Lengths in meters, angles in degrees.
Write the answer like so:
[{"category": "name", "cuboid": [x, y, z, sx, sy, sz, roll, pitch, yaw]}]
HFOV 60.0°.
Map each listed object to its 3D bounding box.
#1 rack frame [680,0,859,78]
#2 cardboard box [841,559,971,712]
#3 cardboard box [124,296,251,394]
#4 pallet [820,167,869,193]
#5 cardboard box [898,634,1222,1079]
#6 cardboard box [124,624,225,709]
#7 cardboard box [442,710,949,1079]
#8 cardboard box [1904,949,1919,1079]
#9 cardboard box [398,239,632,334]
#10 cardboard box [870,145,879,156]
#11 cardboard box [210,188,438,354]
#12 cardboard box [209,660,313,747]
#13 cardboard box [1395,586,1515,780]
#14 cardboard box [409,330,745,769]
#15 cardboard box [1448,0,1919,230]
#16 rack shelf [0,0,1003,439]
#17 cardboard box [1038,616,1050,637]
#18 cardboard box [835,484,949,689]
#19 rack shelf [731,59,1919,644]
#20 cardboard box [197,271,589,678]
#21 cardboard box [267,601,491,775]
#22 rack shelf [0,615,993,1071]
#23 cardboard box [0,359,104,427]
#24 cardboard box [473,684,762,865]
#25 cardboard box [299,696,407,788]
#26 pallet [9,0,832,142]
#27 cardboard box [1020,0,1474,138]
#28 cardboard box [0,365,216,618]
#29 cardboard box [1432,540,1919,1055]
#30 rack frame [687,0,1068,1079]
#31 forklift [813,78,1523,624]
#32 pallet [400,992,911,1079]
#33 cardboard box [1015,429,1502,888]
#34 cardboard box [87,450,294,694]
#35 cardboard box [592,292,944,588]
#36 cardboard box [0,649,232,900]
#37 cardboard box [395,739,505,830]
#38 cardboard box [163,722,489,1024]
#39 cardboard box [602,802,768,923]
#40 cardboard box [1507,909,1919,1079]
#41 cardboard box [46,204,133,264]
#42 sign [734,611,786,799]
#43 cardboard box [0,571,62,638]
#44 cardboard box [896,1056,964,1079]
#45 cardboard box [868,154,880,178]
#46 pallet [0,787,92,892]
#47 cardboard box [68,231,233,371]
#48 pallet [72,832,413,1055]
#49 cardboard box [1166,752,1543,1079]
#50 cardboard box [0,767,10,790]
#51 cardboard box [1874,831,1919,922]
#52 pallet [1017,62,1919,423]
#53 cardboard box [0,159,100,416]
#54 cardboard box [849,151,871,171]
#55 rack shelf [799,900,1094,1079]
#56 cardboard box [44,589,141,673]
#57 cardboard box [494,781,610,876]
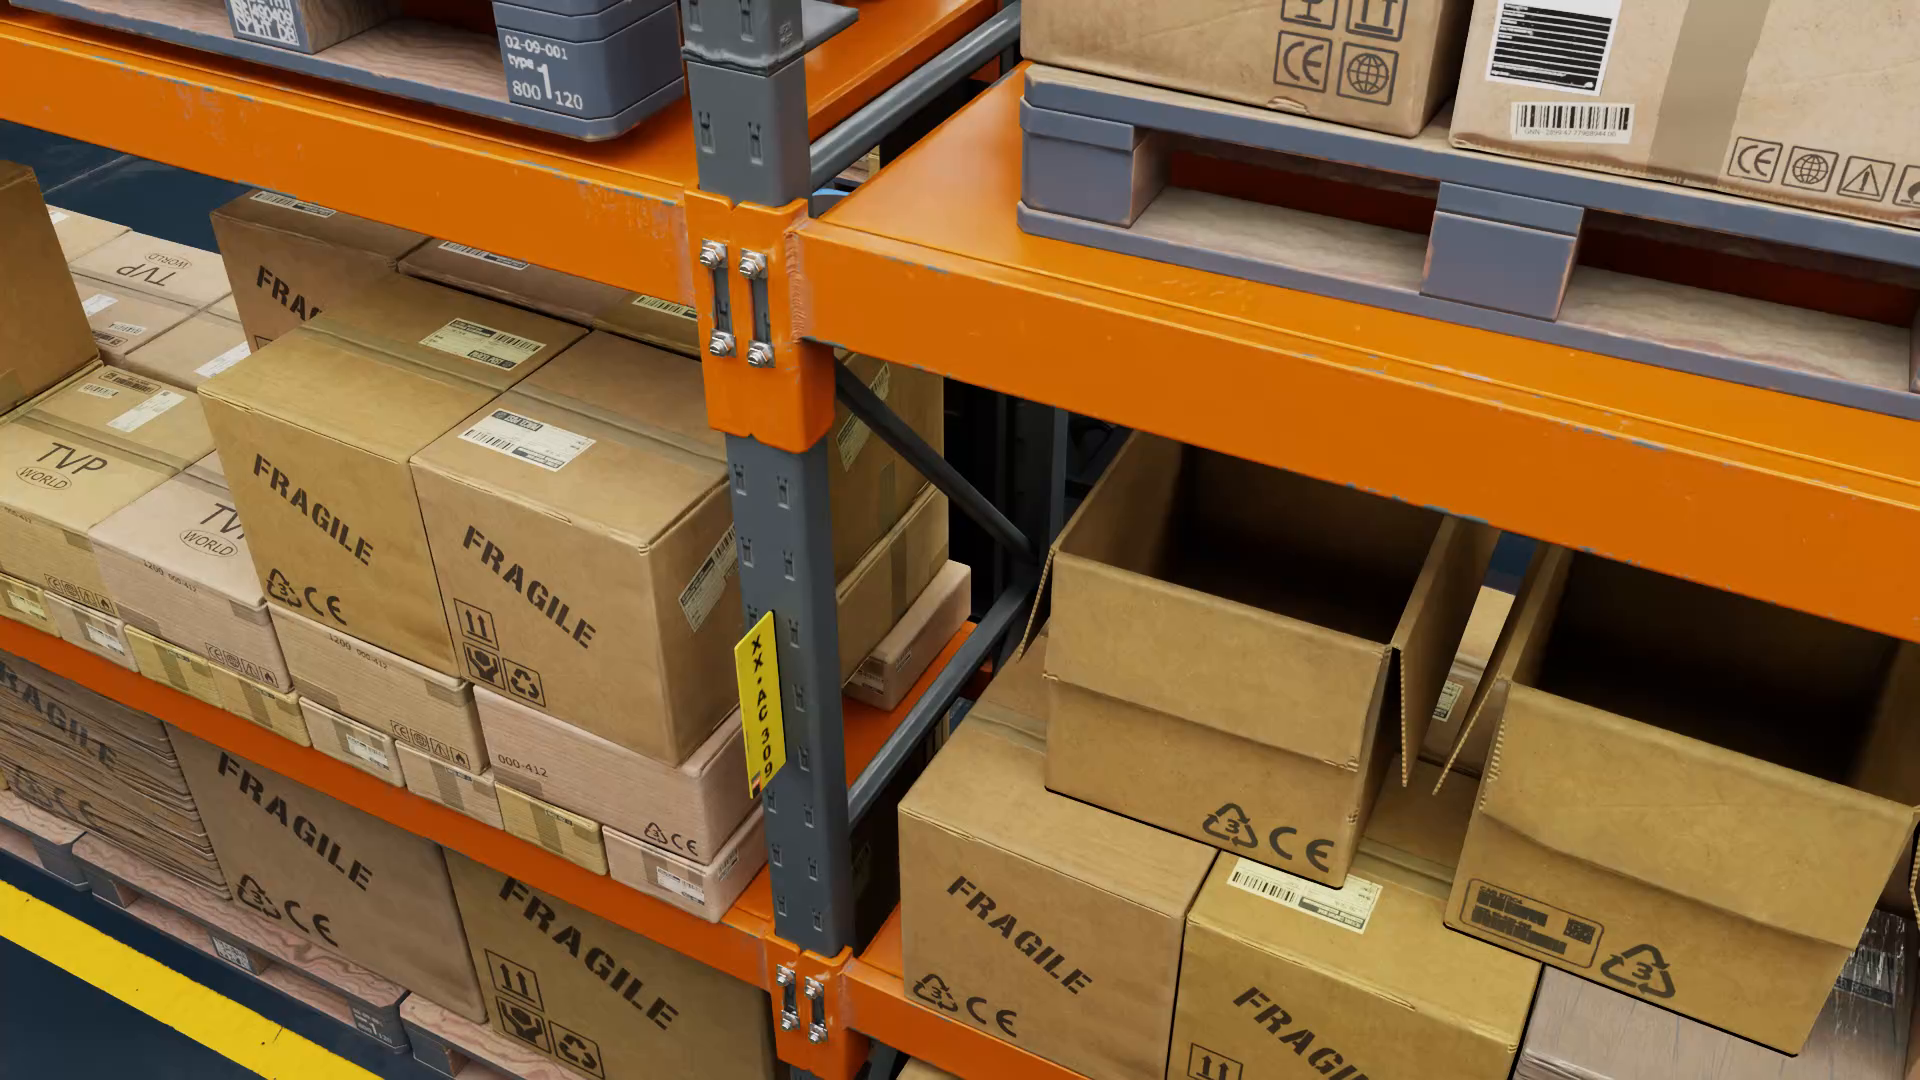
[{"category": "rack frame", "cuboid": [-0.061, -2.046, 1.503, 0.127, 3.000, 1.000, 17, 41, 21]}, {"category": "cardboard box", "cuboid": [-0.171, 0.183, 3.736, 0.250, 0.149, 0.380, 17, 41, 22]}, {"category": "cardboard box", "cuboid": [-1.694, -0.410, 4.187, 0.500, 0.250, 0.500, 17, 41, 22]}, {"category": "pallet", "cuboid": [-0.470, -2.027, 8.746, 1.213, 0.211, 1.003, 17, 41, 21]}, {"category": "cardboard box", "cuboid": [0.232, 0.566, 2.941, 0.500, 0.500, 0.500, 18, 41, 22]}, {"category": "cardboard box", "cuboid": [-1.624, 0.178, 3.743, 0.250, 0.149, 0.380, 17, 40, 21]}, {"category": "cardboard box", "cuboid": [-0.610, 0.796, 4.130, 0.875, 0.875, 0.875, 17, 41, 21]}, {"category": "cardboard box", "cuboid": [1.673, 0.439, 2.279, 0.637, 0.503, 0.797, 19, 41, 23]}, {"category": "cardboard box", "cuboid": [-0.803, -0.425, 3.587, 0.500, 0.500, 0.500, 17, 41, 21]}, {"category": "cardboard box", "cuboid": [-0.242, -2.014, 8.186, 0.250, 0.149, 0.380, 19, 41, 23]}, {"category": "cardboard box", "cuboid": [-1.267, -0.568, 3.775, 0.500, 0.500, 0.500, 16, 40, 20]}, {"category": "cardboard box", "cuboid": [-1.397, 0.249, 3.649, 0.250, 0.149, 0.380, 18, 41, 22]}, {"category": "cardboard box", "cuboid": [0.916, 0.428, 3.122, 0.500, 0.500, 0.500, 19, 41, 23]}, {"category": "cardboard box", "cuboid": [-0.592, 0.002, 3.024, 0.500, 0.500, 0.500, 19, 41, 23]}, {"category": "cardboard box", "cuboid": [0.872, -0.630, 1.844, 0.500, 0.311, 0.500, 16, 40, 20]}, {"category": "rack shelf", "cuboid": [-1.837, -1.121, 3.360, 4.000, 0.370, 1.077, 17, 41, 21]}, {"category": "cardboard box", "cuboid": [0.480, 0.287, 3.308, 0.500, 0.500, 0.500, 18, 41, 22]}, {"category": "cardboard box", "cuboid": [-0.358, 0.014, 3.629, 0.500, 0.250, 0.500, 17, 40, 21]}, {"category": "rack shelf", "cuboid": [1.715, -0.009, 1.895, 4.000, 0.370, 1.077, 17, 41, 21]}, {"category": "cardboard box", "cuboid": [-1.035, -0.140, 3.211, 0.500, 0.500, 0.500, 18, 41, 22]}, {"category": "cardboard box", "cuboid": [-1.035, 0.160, 3.436, 0.500, 0.250, 0.500, 19, 41, 23]}, {"category": "rack shelf", "cuboid": [-1.837, 0.074, 4.267, 4.000, 0.370, 1.077, 17, 41, 21]}, {"category": "cardboard box", "cuboid": [-2.402, -0.266, 3.998, 0.500, 0.250, 0.500, 16, 40, 20]}, {"category": "cardboard box", "cuboid": [-0.574, 0.303, 3.248, 0.500, 0.250, 0.500, 17, 40, 21]}, {"category": "cardboard box", "cuboid": [-1.168, 0.320, 3.555, 0.250, 0.149, 0.380, 18, 41, 22]}, {"category": "pallet", "cuboid": [-0.783, -1.049, 2.744, 1.213, 0.211, 1.003, 17, 41, 21]}, {"category": "cardboard box", "cuboid": [0.458, -0.902, 2.047, 0.500, 0.500, 0.700, 18, 41, 23]}, {"category": "cardboard box", "cuboid": [-1.936, -0.124, 3.811, 0.500, 0.250, 0.500, 17, 40, 21]}, {"category": "cardboard box", "cuboid": [1.114, 0.274, 2.495, 0.637, 0.503, 0.797, 18, 41, 22]}, {"category": "rack frame", "cuboid": [-0.061, 0.344, 3.317, 0.127, 3.000, 1.000, 17, 41, 21]}, {"category": "forklift", "cuboid": [0.570, -1.005, 5.149, 3.031, 2.935, 1.130, 16, 40, 20]}, {"category": "pallet", "cuboid": [-0.700, 1.201, 4.494, 1.213, 0.211, 1.003, 17, 41, 21]}, {"category": "cardboard box", "cuboid": [0.510, 0.077, 2.755, 0.637, 0.503, 0.797, 16, 40, 20]}, {"category": "cardboard box", "cuboid": [-1.488, 0.019, 3.623, 0.500, 0.250, 0.500, 18, 41, 22]}, {"category": "cardboard box", "cuboid": [-0.369, -0.284, 3.401, 0.500, 0.500, 0.500, 17, 41, 21]}, {"category": "cardboard box", "cuboid": [-2.200, 0.298, 4.786, 0.875, 0.875, 0.875, 17, 41, 21]}, {"category": "cardboard box", "cuboid": [-0.939, 0.392, 3.461, 0.250, 0.149, 0.380, 17, 40, 21]}, {"category": "cardboard box", "cuboid": [-1.410, 0.546, 4.460, 0.875, 0.875, 0.875, 17, 41, 21]}, {"category": "cardboard box", "cuboid": [-0.483, 0.535, 3.272, 0.250, 0.149, 0.380, 18, 41, 22]}, {"category": "cardboard box", "cuboid": [1.123, 0.845, 2.574, 0.500, 0.500, 0.500, 16, 40, 20]}, {"category": "cardboard box", "cuboid": [-2.611, -0.694, 4.561, 0.500, 0.250, 0.500, 17, 40, 21]}, {"category": "sign", "cuboid": [-0.315, 0.266, 2.638, 0.005, 0.325, 0.100, 17, 41, 21]}, {"category": "cardboard box", "cuboid": [-2.083, 0.034, 3.932, 0.250, 0.149, 0.380, 16, 40, 20]}, {"category": "cardboard box", "cuboid": [0.516, 1.190, 3.612, 0.875, 0.875, 1.225, 18, 41, 22]}, {"category": "cardboard box", "cuboid": [-0.254, -1.894, 8.274, 0.250, 0.149, 0.380, 18, 41, 22]}, {"category": "pallet", "cuboid": [-2.867, 0.522, 5.387, 1.213, 0.211, 1.003, 17, 41, 21]}, {"category": "cardboard box", "cuboid": [-2.159, -0.552, 4.375, 0.500, 0.250, 0.500, 16, 40, 20]}, {"category": "pallet", "cuboid": [-1.788, 0.862, 4.940, 1.213, 0.211, 1.003, 17, 41, 21]}, {"category": "cardboard box", "cuboid": [0.679, 0.705, 2.757, 0.500, 0.500, 0.500, 17, 41, 22]}, {"category": "cardboard box", "cuboid": [-3.008, 0.045, 5.119, 0.875, 0.875, 0.875, 17, 41, 21]}, {"category": "cardboard box", "cuboid": [1.383, 0.570, 2.936, 0.500, 0.500, 0.500, 17, 40, 21]}, {"category": "pallet", "cuboid": [0.776, -0.547, 2.167, 1.217, 0.209, 0.805, 16, 40, 20]}, {"category": "cardboard box", "cuboid": [-2.404, -0.568, 3.775, 0.500, 0.500, 0.500, 16, 40, 20]}, {"category": "cardboard box", "cuboid": [-0.431, -2.024, 8.445, 0.250, 0.149, 0.380, 18, 41, 22]}, {"category": "rack shelf", "cuboid": [1.715, 1.186, 2.801, 4.000, 0.370, 1.077, 17, 41, 21]}, {"category": "cardboard box", "cuboid": [-1.849, 0.106, 3.837, 0.250, 0.149, 0.380, 18, 41, 22]}, {"category": "cardboard box", "cuboid": [-0.712, 0.463, 3.367, 0.250, 0.149, 0.380, 18, 41, 22]}]
